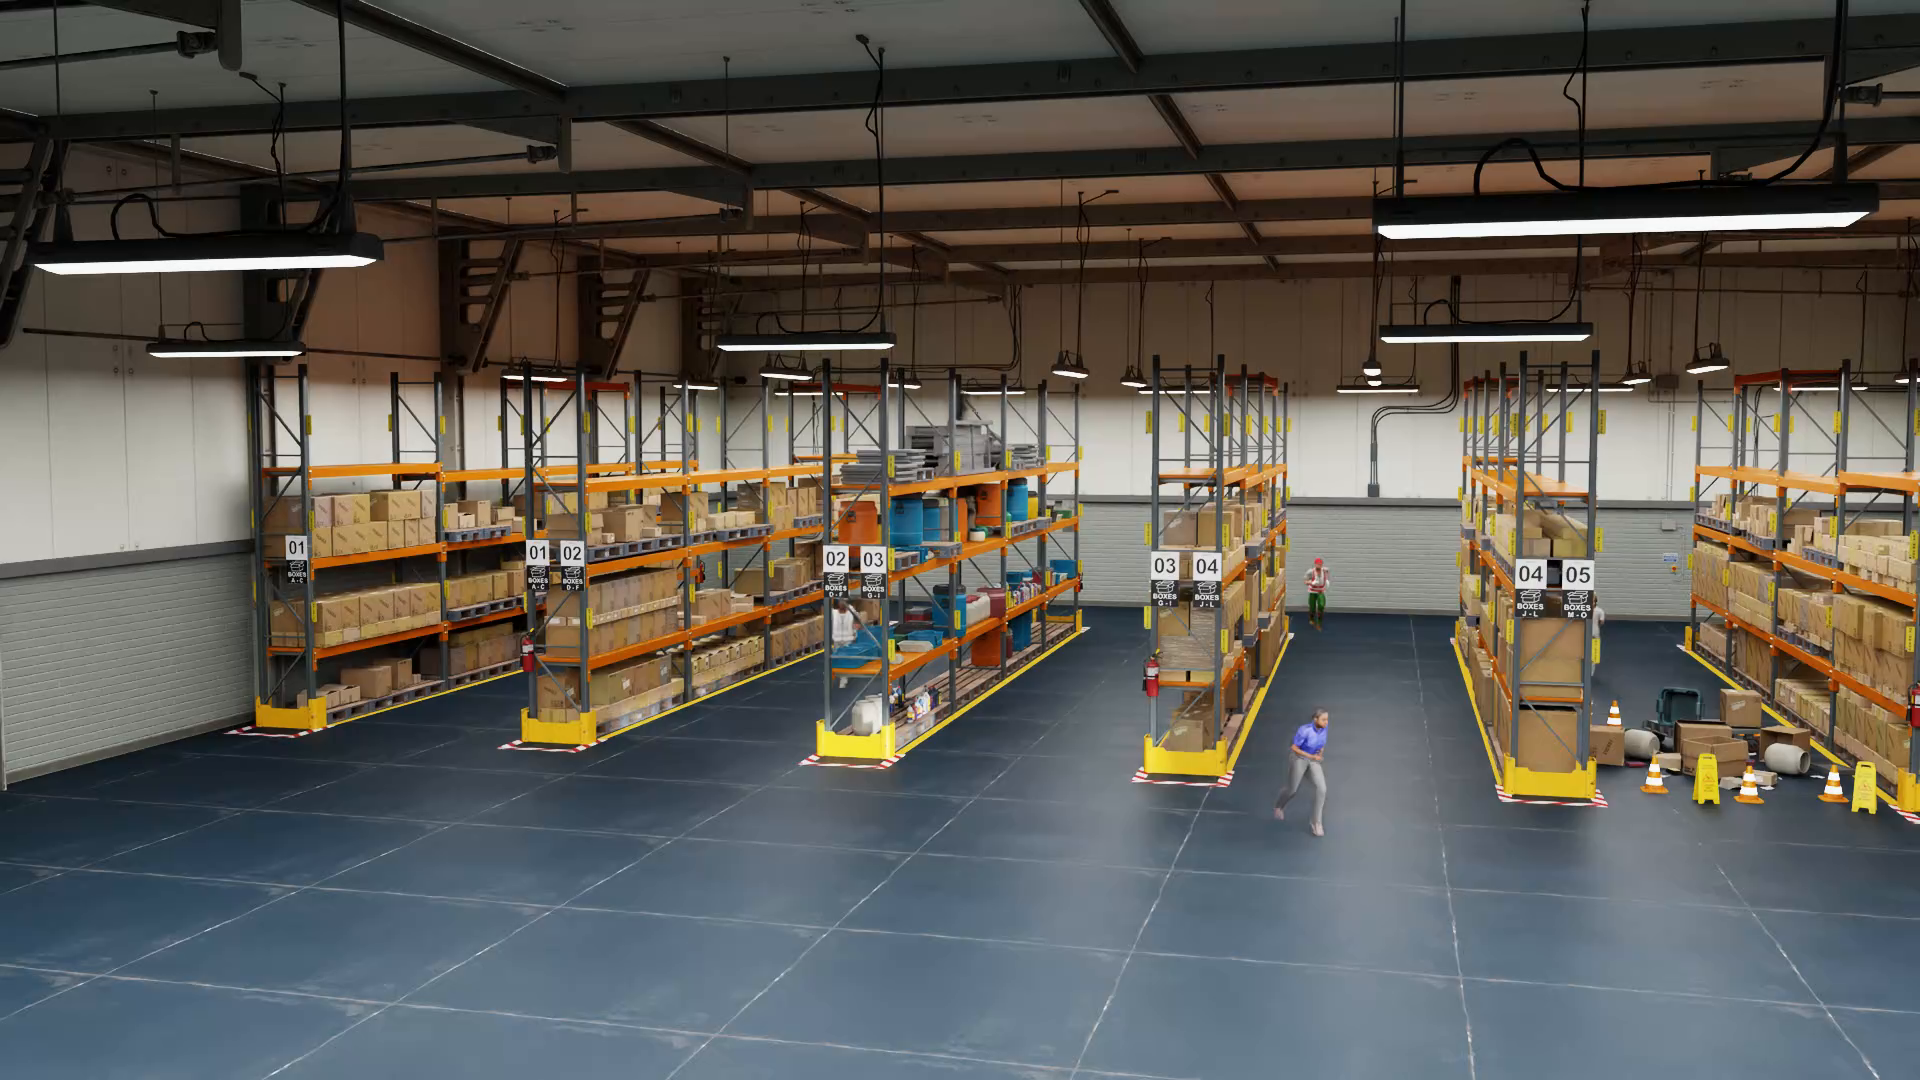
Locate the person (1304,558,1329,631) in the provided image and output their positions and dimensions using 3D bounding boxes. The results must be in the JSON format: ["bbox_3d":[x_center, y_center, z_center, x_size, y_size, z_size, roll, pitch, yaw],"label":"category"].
[{"bbox_3d":[8.753,1.337,40.839,0.685,1.823,0.955,0,4,-2],"label":"person"}]

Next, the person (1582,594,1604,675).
[{"bbox_3d":[12.628,1.887,33.362,0.543,1.624,0.636,1,4,11],"label":"person"}]

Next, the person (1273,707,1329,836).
[{"bbox_3d":[4.243,2.824,20.652,0.618,1.615,0.961,-2,5,-30],"label":"person"}]

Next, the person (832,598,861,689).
[{"bbox_3d":[-2.238,1.931,31.870,0.683,1.765,0.849,0,4,-1],"label":"person"}]
